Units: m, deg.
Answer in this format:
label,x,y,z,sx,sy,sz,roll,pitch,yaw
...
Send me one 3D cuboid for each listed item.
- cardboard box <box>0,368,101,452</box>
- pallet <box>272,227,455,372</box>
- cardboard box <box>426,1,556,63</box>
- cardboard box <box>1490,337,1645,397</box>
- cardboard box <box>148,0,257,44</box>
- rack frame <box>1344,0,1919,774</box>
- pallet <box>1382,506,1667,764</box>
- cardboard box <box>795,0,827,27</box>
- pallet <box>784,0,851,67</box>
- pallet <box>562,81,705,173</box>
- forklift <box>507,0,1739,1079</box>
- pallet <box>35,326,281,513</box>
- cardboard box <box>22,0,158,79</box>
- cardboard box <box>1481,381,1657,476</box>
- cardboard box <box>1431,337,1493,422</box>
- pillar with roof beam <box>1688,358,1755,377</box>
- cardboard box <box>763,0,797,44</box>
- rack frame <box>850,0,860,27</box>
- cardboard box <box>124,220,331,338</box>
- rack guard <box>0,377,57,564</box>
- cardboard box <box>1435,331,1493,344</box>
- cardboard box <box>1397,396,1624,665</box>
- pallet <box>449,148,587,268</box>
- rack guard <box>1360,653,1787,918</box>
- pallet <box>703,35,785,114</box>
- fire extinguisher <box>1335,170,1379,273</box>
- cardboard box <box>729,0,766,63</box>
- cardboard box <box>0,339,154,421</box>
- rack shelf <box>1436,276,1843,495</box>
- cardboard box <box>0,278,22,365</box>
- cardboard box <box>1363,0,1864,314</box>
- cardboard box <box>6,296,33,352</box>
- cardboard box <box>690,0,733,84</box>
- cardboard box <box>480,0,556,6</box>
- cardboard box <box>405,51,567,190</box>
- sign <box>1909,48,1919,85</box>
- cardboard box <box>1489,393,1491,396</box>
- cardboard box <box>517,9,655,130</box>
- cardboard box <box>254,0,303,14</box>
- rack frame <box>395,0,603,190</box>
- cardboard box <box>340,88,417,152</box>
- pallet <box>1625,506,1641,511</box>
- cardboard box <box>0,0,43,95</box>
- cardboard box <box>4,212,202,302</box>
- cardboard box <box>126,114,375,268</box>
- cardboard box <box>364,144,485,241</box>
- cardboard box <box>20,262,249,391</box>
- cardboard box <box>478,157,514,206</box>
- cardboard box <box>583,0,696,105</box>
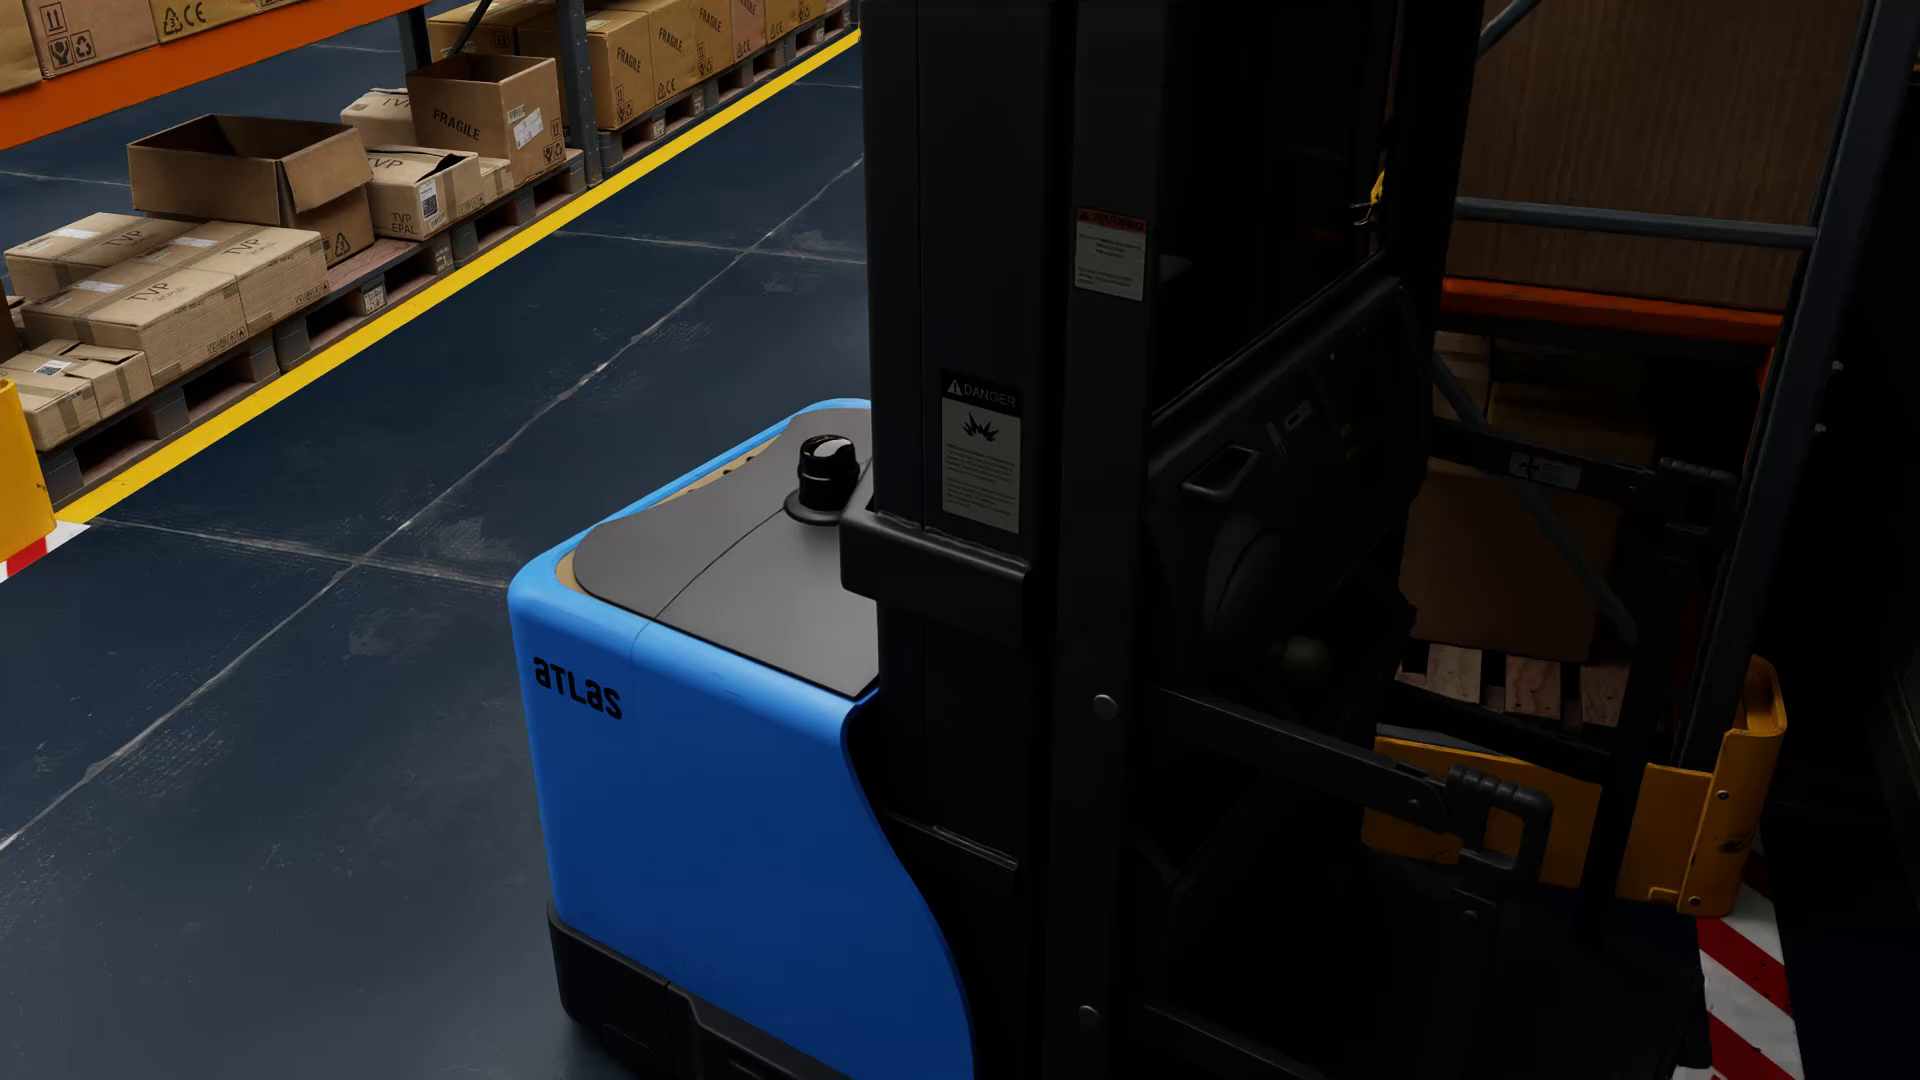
label,x,y,z,sx,sy,sz,roll,pitch,yaw
cardboard box,-3.054,-0.426,5.411,0.380,0.149,0.250,8,30,15
pallet,-2.890,-1.087,6.987,1.003,0.211,1.213,8,30,15
cardboard box,-2.461,-2.563,8.891,0.500,0.500,0.500,8,30,15
cardboard box,1.643,-0.492,4.522,0.380,0.149,0.250,9,30,15
cardboard box,-2.827,-2.020,5.693,0.500,0.500,0.500,8,30,15
rack frame,1.231,-0.629,3.296,1.000,3.000,0.127,8,30,15
pallet,1.391,0.207,4.662,1.003,0.211,1.213,8,30,15
cardboard box,-1.208,-3.684,10.906,0.500,0.500,0.500,10,31,17
pallet,-1.413,-3.492,11.310,1.003,0.211,1.213,8,30,15
pallet,-2.129,-2.358,9.272,1.003,0.211,1.213,8,30,15
forklift,0.685,-0.079,2.376,3.031,2.935,1.130,18,34,29
pallet,-3.250,-0.522,5.971,1.003,0.211,1.213,8,30,15
cardboard box,-2.977,-1.787,5.274,0.500,0.500,0.500,8,30,14
cardboard box,1.495,-0.257,4.098,0.380,0.149,0.250,9,30,15
cardboard box,1.204,-0.429,4.408,0.380,0.149,0.250,8,30,14
pillar with roof beam,-1.089,-5.275,5.476,9.100,9.000,0.400,8,30,15
cardboard box,-1.360,-3.444,10.473,0.500,0.500,0.500,7,30,13
rack frame,-1.157,-5.052,11.246,1.000,3.000,0.127,8,30,15
cardboard box,-2.781,-1.002,6.342,0.500,0.250,0.500,8,30,15
rack guard,-3.483,-0.277,5.234,1.175,0.500,0.348,8,30,15
cardboard box,1.279,-0.548,4.622,0.380,0.149,0.250,9,30,16
cardboard box,1.341,-0.060,4.412,0.700,0.500,0.500,8,30,15
pallet,-2.534,-1.656,8.009,1.003,0.211,1.213,8,30,15
rack guard,1.224,0.474,3.883,1.175,0.500,0.348,8,30,15
pallet,-1.773,-2.927,10.294,1.003,0.211,1.213,8,30,15
fire extinguisher,0.746,-0.428,3.398,0.296,0.674,0.183,8,30,15
cardboard box,-1.508,-3.199,10.033,0.500,0.500,0.500,7,30,13
cardboard box,-2.981,-0.550,5.616,0.380,0.166,0.250,8,30,15
rack shelf,1.818,-1.244,5.141,1.077,0.370,4.000,8,30,15
cardboard box,-3.582,-0.722,5.581,0.500,0.500,0.500,8,30,15
cardboard box,1.371,-0.999,3.651,0.980,0.700,0.700,10,31,17
cardboard box,-3.377,-0.752,5.978,0.380,0.166,0.250,8,30,15
cardboard box,-1.657,-2.964,9.611,0.500,0.500,0.500,9,30,15
cardboard box,-2.308,-2.792,9.302,0.500,0.500,0.500,9,30,15
cardboard box,-2.228,-1.988,7.857,0.500,0.500,0.500,8,30,15
sign,1.760,-0.960,2.919,0.100,0.325,0.005,8,30,15
cardboard box,1.488,-0.293,4.830,0.700,0.500,0.500,8,30,15
cardboard box,-1.957,-2.483,8.747,0.500,0.500,0.500,7,30,13
cardboard box,-2.679,-2.252,6.110,0.500,0.500,0.500,9,30,16
rack frame,-2.332,-3.193,7.905,1.000,3.000,0.127,8,30,15
cardboard box,-2.662,-2.046,8.156,0.500,0.311,0.500,8,30,15
pallet,1.751,-0.359,5.678,1.003,0.211,1.213,8,30,15
cardboard box,-3.123,-1.547,4.842,0.500,0.500,0.500,9,30,16
cardboard box,-3.274,-1.050,6.428,0.500,0.250,0.500,8,30,15
cardboard box,-2.878,-1.421,6.834,0.797,0.503,0.637,8,30,15
cardboard box,-2.448,-1.557,7.276,0.500,0.311,0.500,8,30,15
cardboard box,-2.928,-0.770,5.924,0.500,0.250,0.500,8,30,15
cardboard box,-2.280,-1.652,7.613,0.380,0.149,0.250,8,30,15
cardboard box,-1.811,-2.733,9.196,0.500,0.500,0.500,9,30,16
